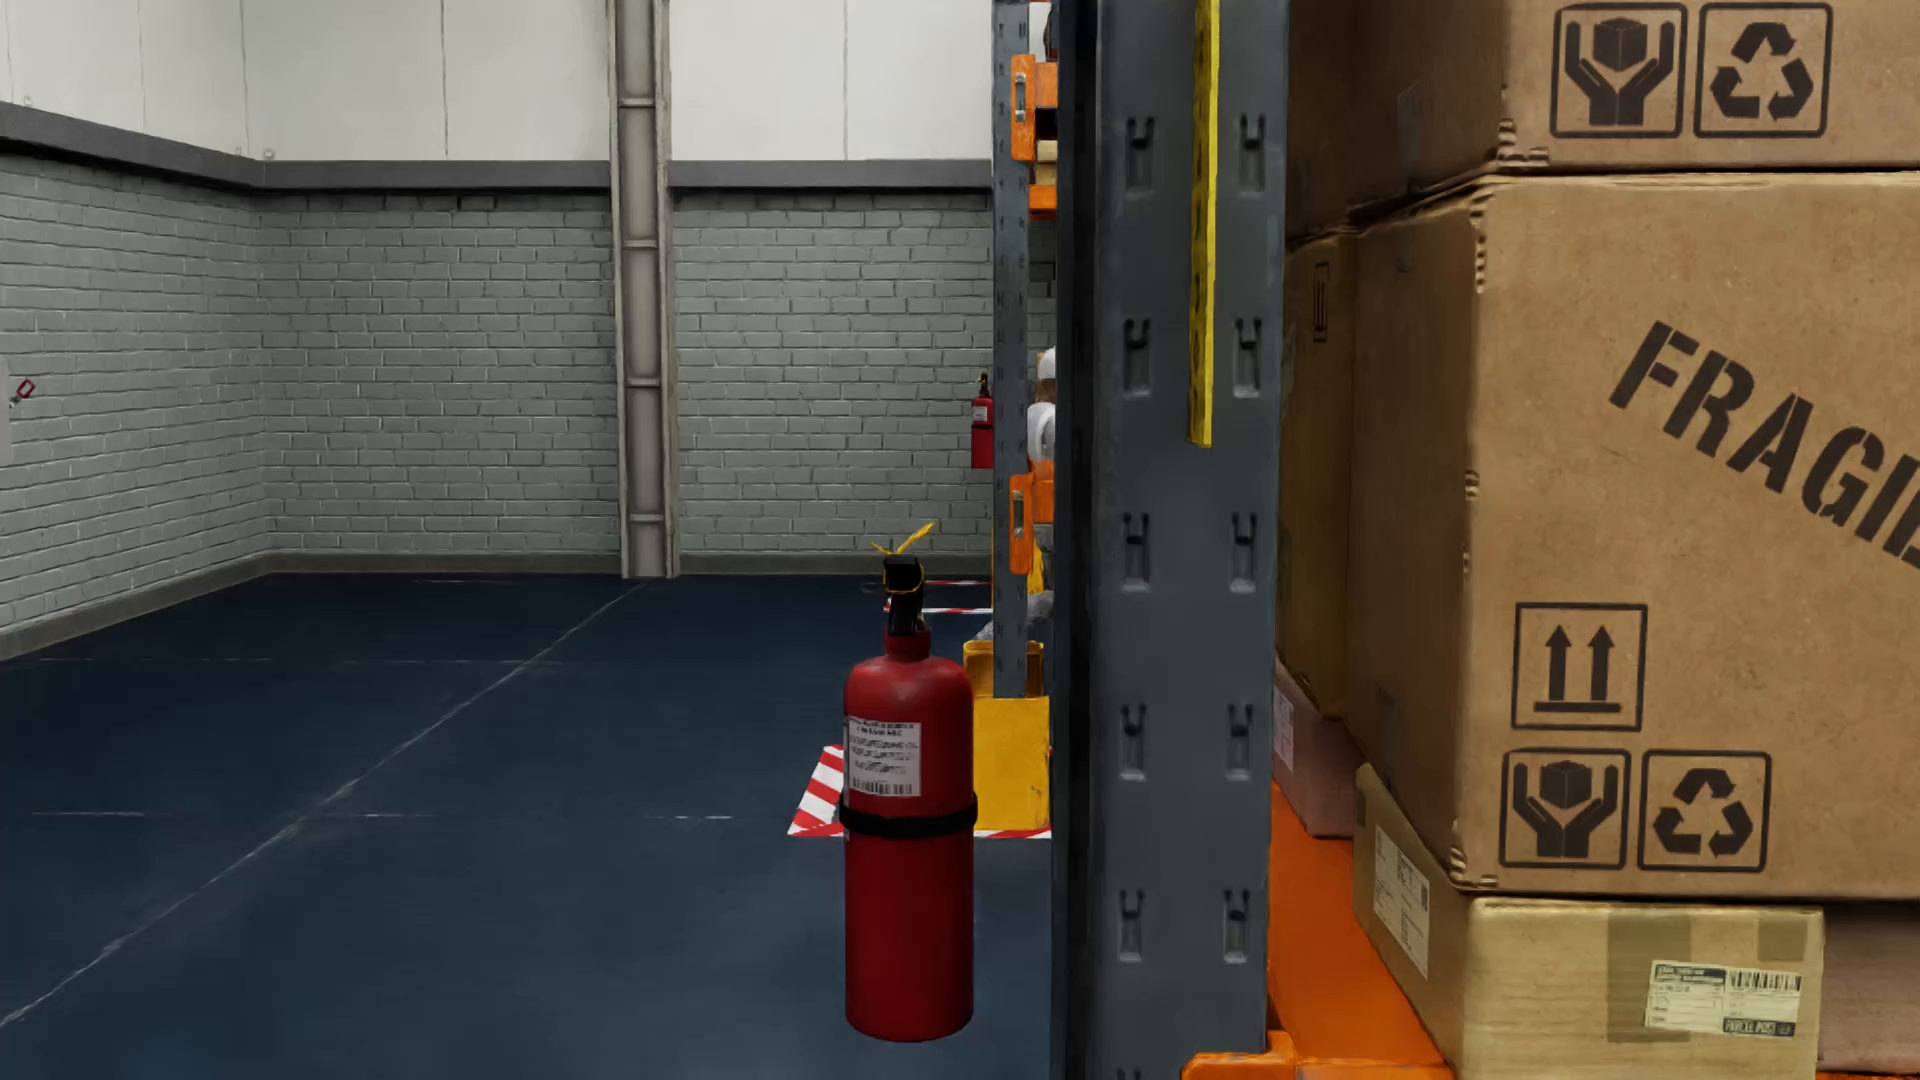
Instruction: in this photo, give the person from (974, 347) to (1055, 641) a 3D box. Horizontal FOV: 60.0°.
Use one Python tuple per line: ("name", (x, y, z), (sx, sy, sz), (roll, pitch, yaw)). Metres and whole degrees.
("person", (0.474, -0.078, 8.341), (0.783, 1.772, 0.598), (-1, 7, -11))
